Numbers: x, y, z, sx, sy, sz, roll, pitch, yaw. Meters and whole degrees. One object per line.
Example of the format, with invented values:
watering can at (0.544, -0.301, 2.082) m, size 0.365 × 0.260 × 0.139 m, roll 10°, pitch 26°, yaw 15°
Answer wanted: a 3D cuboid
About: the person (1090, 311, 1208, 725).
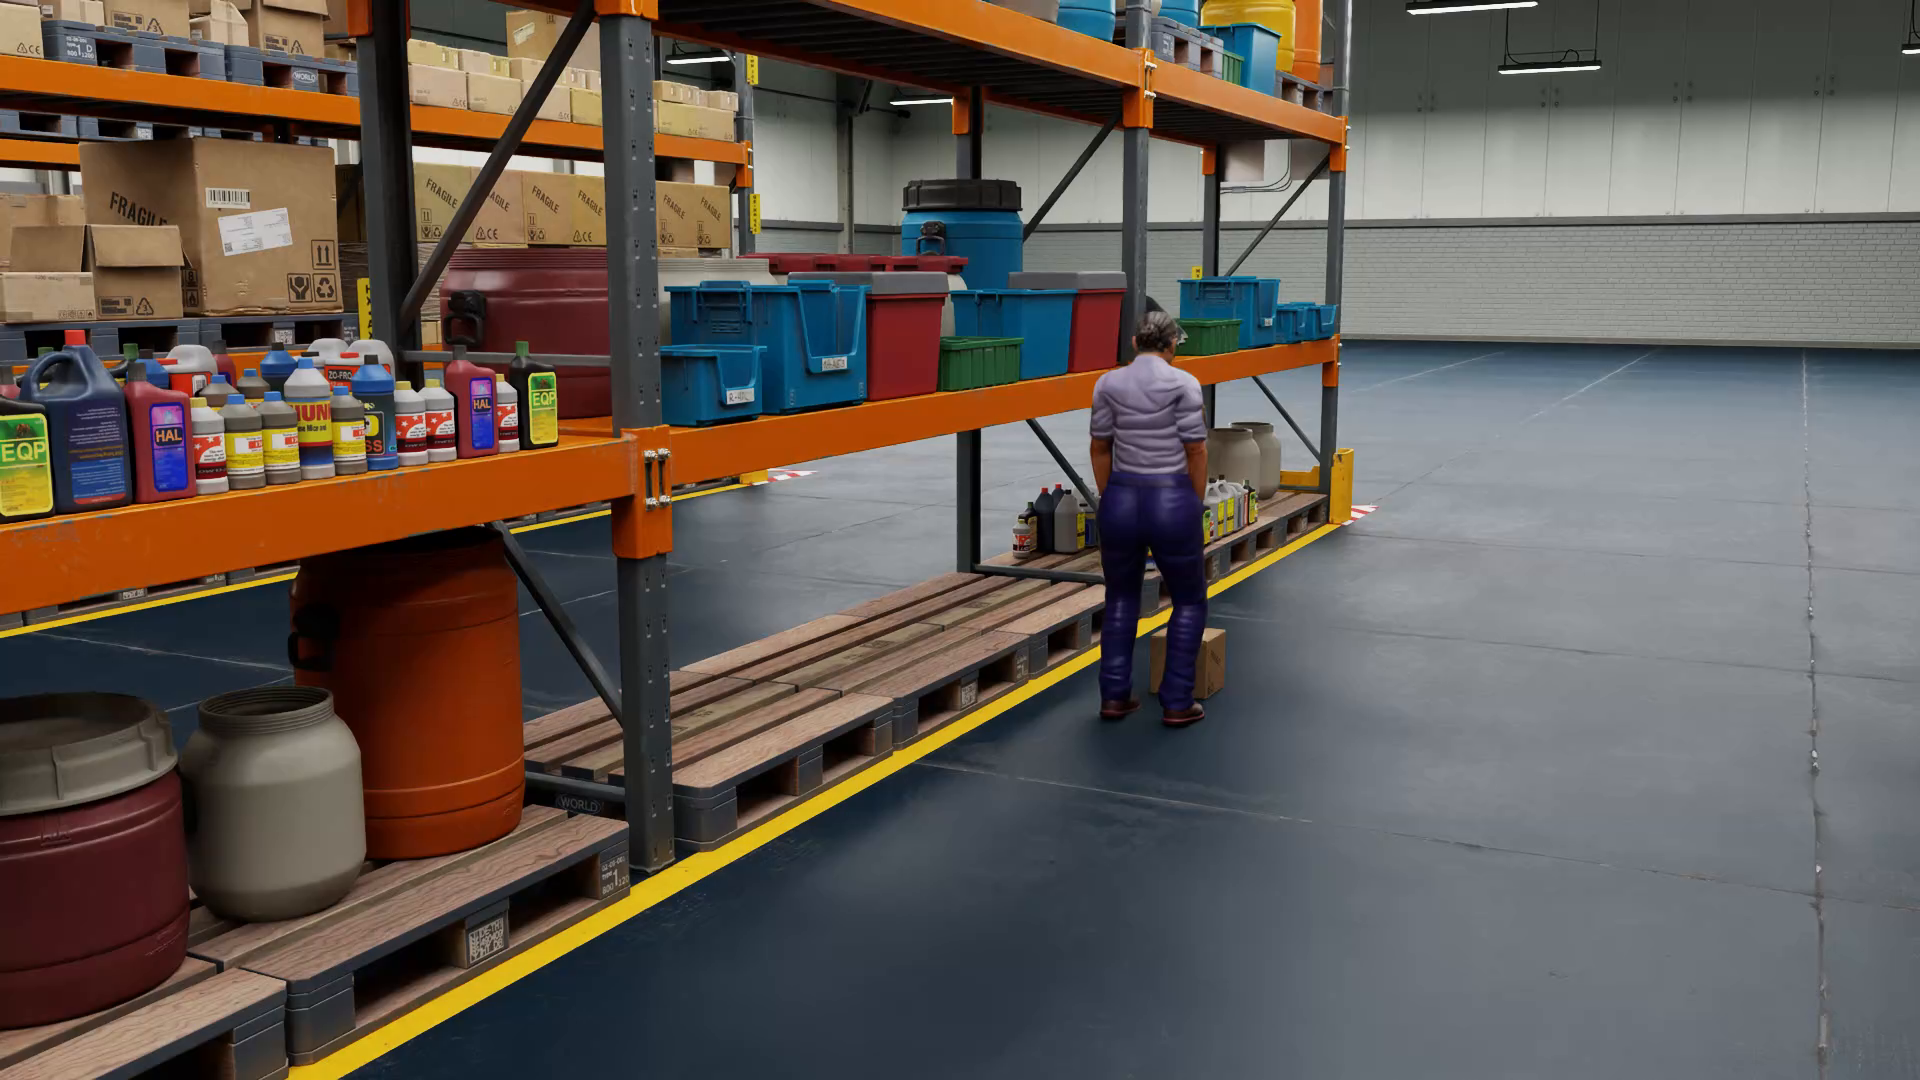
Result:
person at (0.735, -0.083, 6.556) m, size 0.489 × 1.621 × 0.372 m, roll 5°, pitch 10°, yaw 27°
